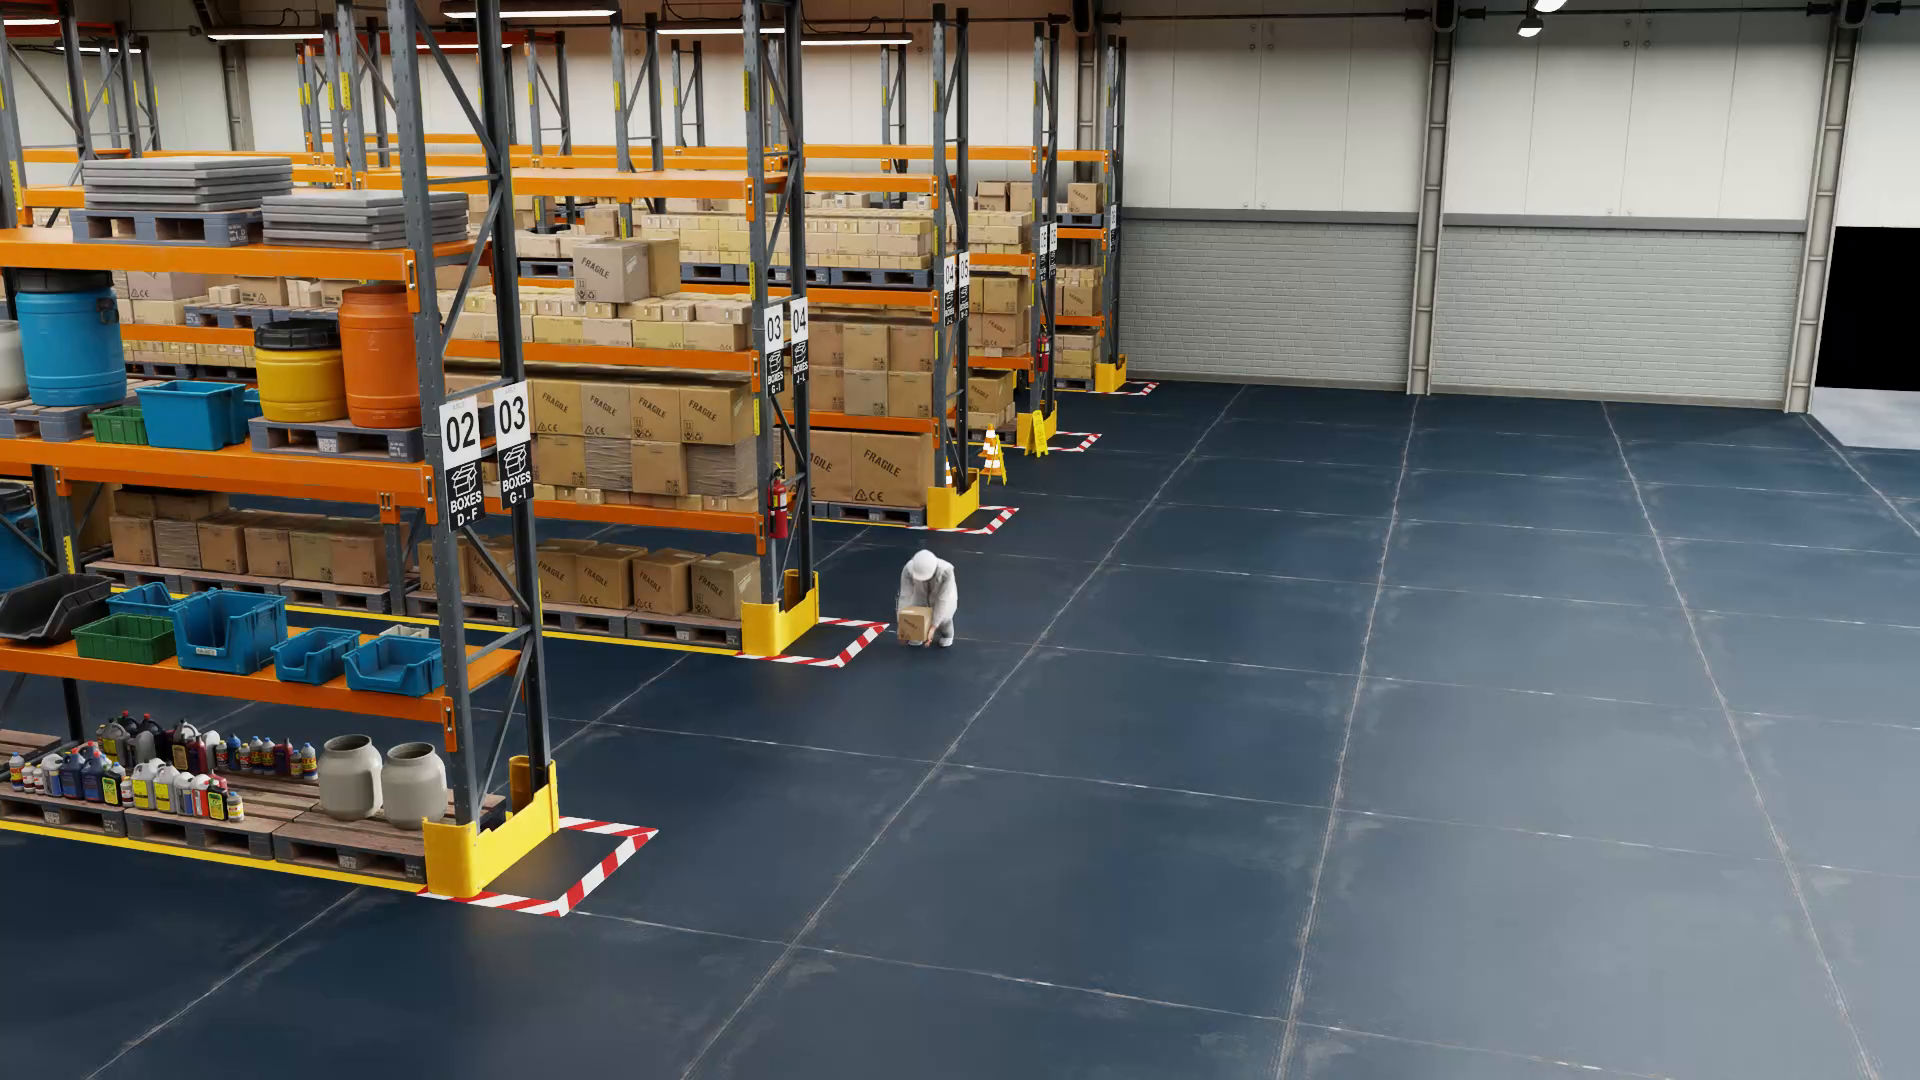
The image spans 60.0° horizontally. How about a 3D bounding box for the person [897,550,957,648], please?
[{"bbox_3d":[-0.293,0.517,15.521,0.518,1.018,0.863,4,15,15],"label":"person"}]
